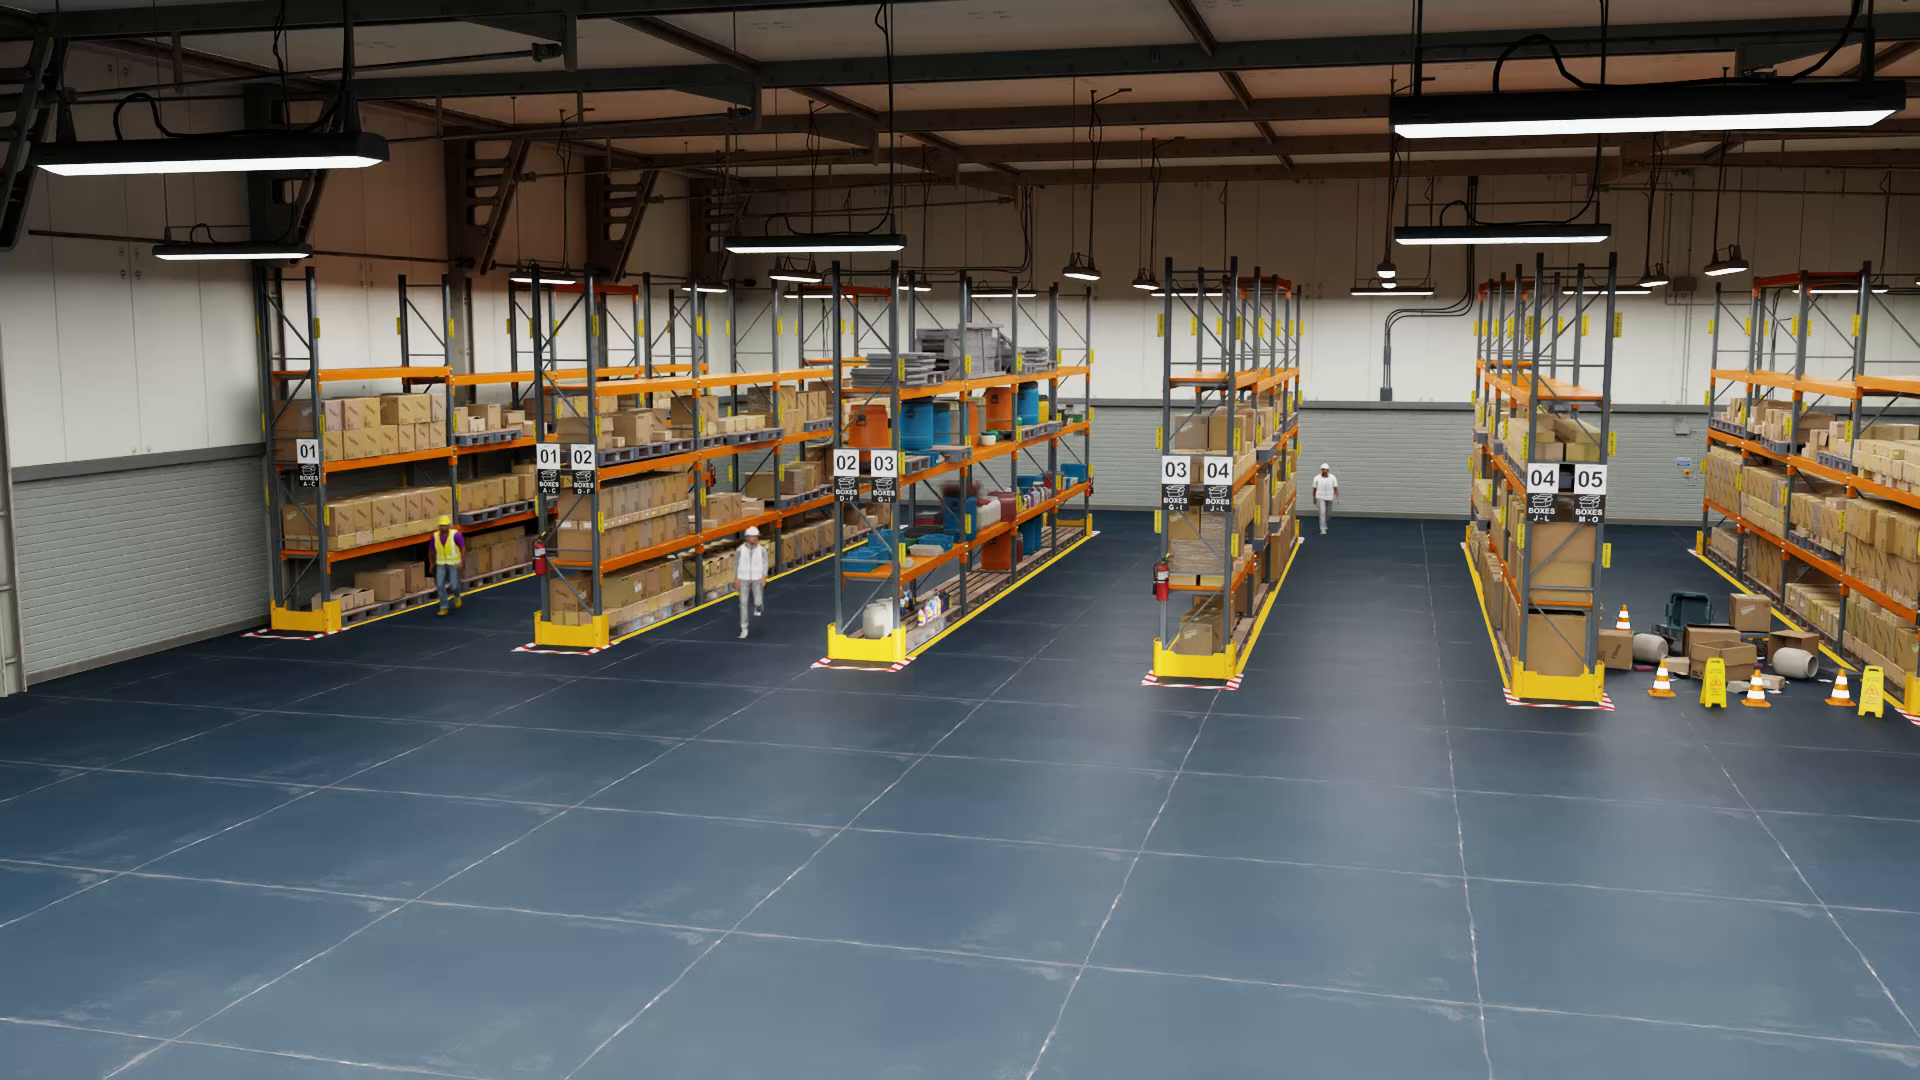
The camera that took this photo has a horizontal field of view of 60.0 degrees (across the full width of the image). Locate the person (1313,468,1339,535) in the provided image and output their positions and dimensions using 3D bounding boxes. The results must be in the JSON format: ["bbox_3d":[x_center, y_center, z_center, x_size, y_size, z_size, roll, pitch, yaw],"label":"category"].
[{"bbox_3d":[8.933,-0.997,40.631,0.576,1.685,1.056,0,7,0],"label":"person"}]

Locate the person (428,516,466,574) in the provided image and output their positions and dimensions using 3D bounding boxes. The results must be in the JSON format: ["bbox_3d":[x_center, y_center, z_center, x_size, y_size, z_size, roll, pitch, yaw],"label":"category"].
[{"bbox_3d":[-9.041,0.094,29.217,0.658,1.040,0.437,0,7,-2],"label":"person"}]

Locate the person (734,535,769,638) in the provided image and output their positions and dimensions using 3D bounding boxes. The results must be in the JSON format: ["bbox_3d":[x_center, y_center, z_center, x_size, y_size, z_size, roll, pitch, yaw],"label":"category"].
[{"bbox_3d":[-3.423,0.709,27.332,0.570,1.705,0.755,-1,7,-8],"label":"person"}]
